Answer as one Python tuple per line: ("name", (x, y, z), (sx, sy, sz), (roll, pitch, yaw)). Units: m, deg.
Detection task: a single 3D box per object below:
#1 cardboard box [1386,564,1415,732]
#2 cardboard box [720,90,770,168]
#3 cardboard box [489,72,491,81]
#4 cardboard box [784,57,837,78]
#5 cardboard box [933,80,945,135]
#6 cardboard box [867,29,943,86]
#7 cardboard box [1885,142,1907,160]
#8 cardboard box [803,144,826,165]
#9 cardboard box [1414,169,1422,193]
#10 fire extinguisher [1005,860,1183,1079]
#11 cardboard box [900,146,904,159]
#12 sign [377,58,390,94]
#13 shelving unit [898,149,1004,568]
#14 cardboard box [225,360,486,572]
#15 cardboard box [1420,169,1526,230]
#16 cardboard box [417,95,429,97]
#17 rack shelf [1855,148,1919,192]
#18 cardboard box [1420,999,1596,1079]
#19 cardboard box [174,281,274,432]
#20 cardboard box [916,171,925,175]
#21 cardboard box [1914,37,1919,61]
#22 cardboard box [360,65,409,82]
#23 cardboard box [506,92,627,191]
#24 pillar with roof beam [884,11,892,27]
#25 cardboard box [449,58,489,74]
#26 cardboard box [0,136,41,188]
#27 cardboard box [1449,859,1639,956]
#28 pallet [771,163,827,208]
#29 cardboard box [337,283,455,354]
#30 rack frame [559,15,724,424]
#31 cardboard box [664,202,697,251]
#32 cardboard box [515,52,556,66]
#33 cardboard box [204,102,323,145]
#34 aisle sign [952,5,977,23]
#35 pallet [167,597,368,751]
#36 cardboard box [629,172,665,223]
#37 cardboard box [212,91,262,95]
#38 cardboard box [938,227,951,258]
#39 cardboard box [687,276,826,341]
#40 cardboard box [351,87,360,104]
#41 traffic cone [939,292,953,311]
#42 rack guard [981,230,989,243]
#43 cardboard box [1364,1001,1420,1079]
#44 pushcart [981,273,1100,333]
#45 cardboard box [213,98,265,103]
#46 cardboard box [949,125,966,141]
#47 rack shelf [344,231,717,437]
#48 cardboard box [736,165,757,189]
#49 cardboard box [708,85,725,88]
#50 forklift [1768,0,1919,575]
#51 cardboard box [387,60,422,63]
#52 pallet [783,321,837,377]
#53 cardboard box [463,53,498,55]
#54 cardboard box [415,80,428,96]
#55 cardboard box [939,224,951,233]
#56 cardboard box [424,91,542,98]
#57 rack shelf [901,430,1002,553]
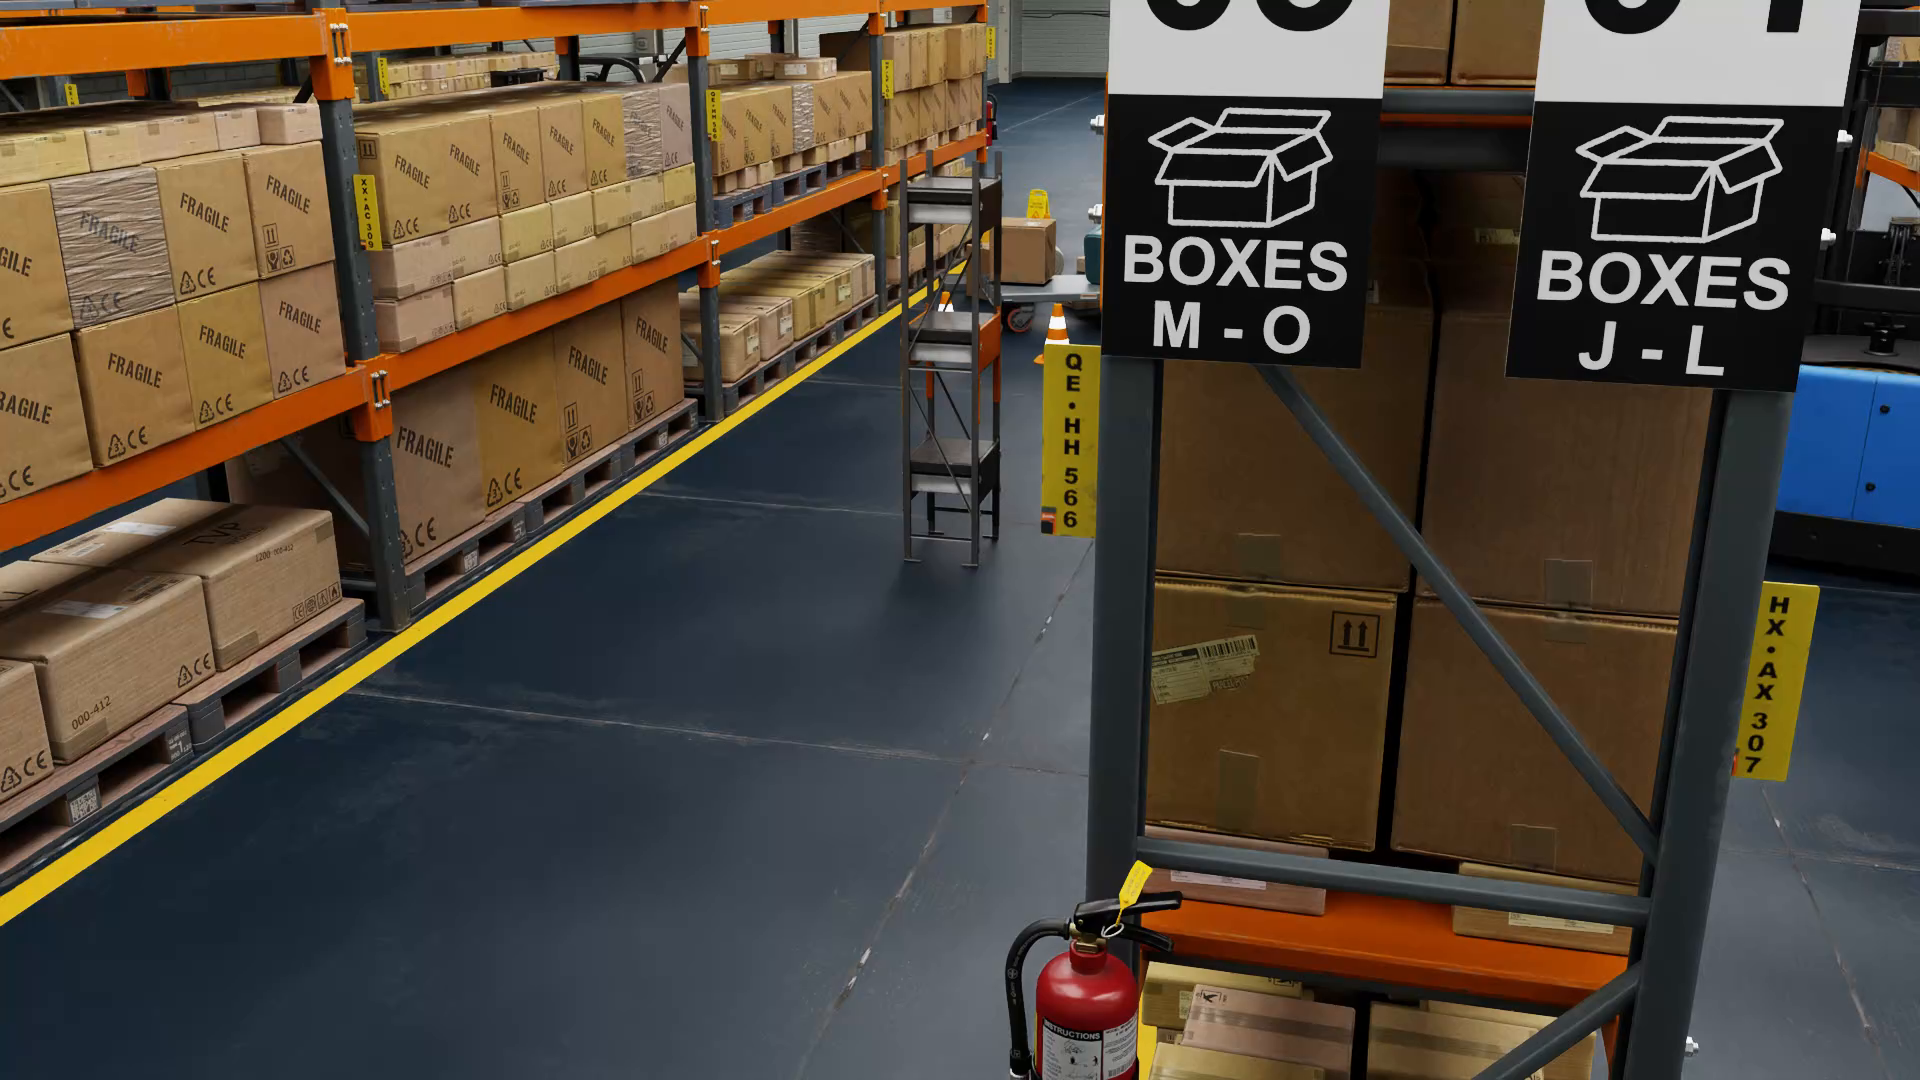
("cardboard box", (1.202, 0.110, 3.610), (0.500, 0.500, 0.500), (5, 19, 13))
("cardboard box", (-1.697, -2.953, 11.929), (0.500, 0.500, 0.500), (6, 20, 16))
("cardboard box", (-5.114, -4.998, 18.021), (0.380, 0.149, 0.250), (5, 19, 14))
("cardboard box", (-1.224, -3.848, 13.544), (0.380, 0.149, 0.250), (4, 19, 12))
("cardboard box", (-0.457, -4.313, 16.560), (0.500, 0.500, 0.500), (5, 19, 14))
("cardboard box", (-0.562, -4.629, 15.938), (0.700, 0.500, 0.500), (4, 19, 12))
("cardboard box", (8.957, -3.661, 15.655), (0.380, 0.149, 0.250), (5, 19, 13))
("cardboard box", (-1.295, -3.112, 13.396), (0.380, 0.149, 0.250), (5, 19, 13))
("cardboard box", (1.237, -1.042, 5.437), (0.500, 0.500, 0.500), (4, 19, 12))
("fire extinguisher", (0.209, 0.842, 2.777), (0.296, 0.674, 0.183), (5, 19, 13))
("cardboard box", (-0.739, -3.657, 15.643), (0.380, 0.149, 0.250), (5, 19, 13))
("sign", (-5.460, -4.395, 15.746), (0.100, 0.325, 0.005), (5, 19, 13))
("shelving unit", (-0.040, -0.942, 8.696), (0.431, 2.100, 0.503), (5, 19, 13))
("cardboard box", (-3.055, -0.420, 8.414), (0.875, 0.875, 0.875), (5, 20, 15))
("cardboard box", (1.583, -0.838, 4.838), (0.500, 0.500, 0.500), (5, 20, 15))
("cardboard box", (-5.516, -4.255, 16.849), (0.500, 0.500, 0.500), (5, 19, 14))
("rack shelf", (8.924, -3.037, 14.553), (1.077, 0.370, 4.000), (5, 19, 13))
("cardboard box", (1.313, 1.153, 4.010), (0.380, 0.149, 0.250), (5, 19, 13))
("cardboard box", (-3.115, -0.746, 6.577), (0.500, 0.500, 0.500), (4, 19, 12))
("cardboard box", (-0.493, -3.537, 16.343), (0.380, 0.149, 0.250), (6, 20, 17))
("cardboard box", (8.764, -4.202, 14.688), (0.500, 0.500, 0.500), (5, 19, 13))
("cardboard box", (-5.664, -4.587, 16.357), (0.380, 0.149, 0.250), (5, 19, 14))
("cardboard box", (-2.269, -2.301, 9.582), (0.500, 0.500, 0.500), (5, 19, 13))
("pillar with roof beam", (2.517, -13.172, 33.829), (9.100, 9.000, 0.400), (5, 19, 13))
("cardboard box", (-5.263, -5.063, 17.752), (0.380, 0.149, 0.250), (5, 19, 14))
("cardboard box", (-3.315, -1.258, 5.525), (0.380, 0.149, 0.250), (5, 19, 13))
("cardboard box", (1.116, 0.630, 3.091), (0.380, 0.149, 0.250), (4, 19, 13))
("pallet", (-1.708, -2.813, 13.079), (1.003, 0.211, 1.213), (5, 19, 13))
("cardboard box", (-2.765, -1.072, 7.918), (0.500, 0.250, 0.500), (4, 19, 12))
("rack frame", (-2.152, -2.280, 11.222), (1.000, 3.000, 0.127), (5, 19, 13))
("cardboard box", (-2.023, -2.030, 10.722), (0.500, 0.250, 0.500), (4, 19, 11))
("cardboard box", (-4.894, -5.544, 19.161), (0.380, 0.149, 0.250), (5, 19, 14))
("cardboard box", (-2.895, -1.732, 6.913), (0.380, 0.149, 0.250), (4, 19, 12))
("aisle sign", (0.099, -6.014, 18.133), (0.394, 0.787, 0.004), (5, 19, 13))
("pallet", (-3.390, 0.526, 7.322), (1.003, 0.211, 1.213), (5, 19, 13))
("cardboard box", (-2.145, -2.113, 10.191), (0.500, 0.250, 0.500), (4, 19, 12))
("cardboard box", (-6.503, -3.946, 14.941), (0.380, 0.149, 0.250), (4, 19, 13))
("cardboard box", (-0.390, -3.084, 17.181), (0.500, 0.250, 0.500), (4, 19, 11))
("cardboard box", (-1.641, -1.881, 13.469), (0.950, 0.372, 0.625), (5, 20, 15))
("cardboard box", (-5.857, -4.154, 15.551), (0.380, 0.149, 0.250), (5, 20, 15))
("traffic cone", (-0.120, -1.834, 13.841), (0.336, 0.463, 0.334), (5, 19, 13))
("rack guard", (-0.215, -3.581, 18.897), (1.175, 0.500, 0.348), (5, 19, 13))
("cardboard box", (1.191, 1.287, 4.079), (0.380, 0.149, 0.250), (5, 19, 14))
("pushcart", (1.049, -2.128, 14.835), (1.648, 0.377, 0.936), (-2, 19, -6))
("cardboard box", (-6.130, -3.662, 14.110), (0.380, 0.149, 0.250), (4, 19, 12))
("cardboard box", (-0.152, -4.285, 17.479), (0.380, 0.149, 0.250), (5, 19, 14))
("rack shelf", (-2.640, -1.313, 9.503), (1.077, 0.370, 4.000), (5, 19, 13))
("cardboard box", (-1.679, -2.615, 11.942), (0.380, 0.149, 0.250), (3, 19, 10))
("cardboard box", (-2.072, -3.152, 12.512), (0.500, 0.500, 0.500), (3, 19, 10))
("forklift", (5.287, -1.622, 9.401), (1.130, 2.935, 3.031), (10, 21, 27))
("cardboard box", (-5.859, -4.942, 17.398), (0.380, 0.149, 0.250), (4, 19, 13))
("pallet", (-1.659, -1.586, 13.505), (1.003, 0.211, 1.213), (5, 19, 13))
("cardboard box", (-5.448, -5.422, 18.802), (0.380, 0.149, 0.250), (5, 19, 14))
("cardboard box", (-5.557, -4.523, 16.631), (0.380, 0.149, 0.250), (5, 19, 13))
("cardboard box", (-0.394, -3.447, 17.082), (0.500, 0.500, 0.500), (4, 19, 12))
("cardboard box", (-2.762, -2.348, 9.720), (0.500, 0.500, 0.500), (5, 20, 15))
("rack shelf", (-0.040, -0.266, 8.927), (0.431, 0.518, 0.480), (5, 19, 13))
